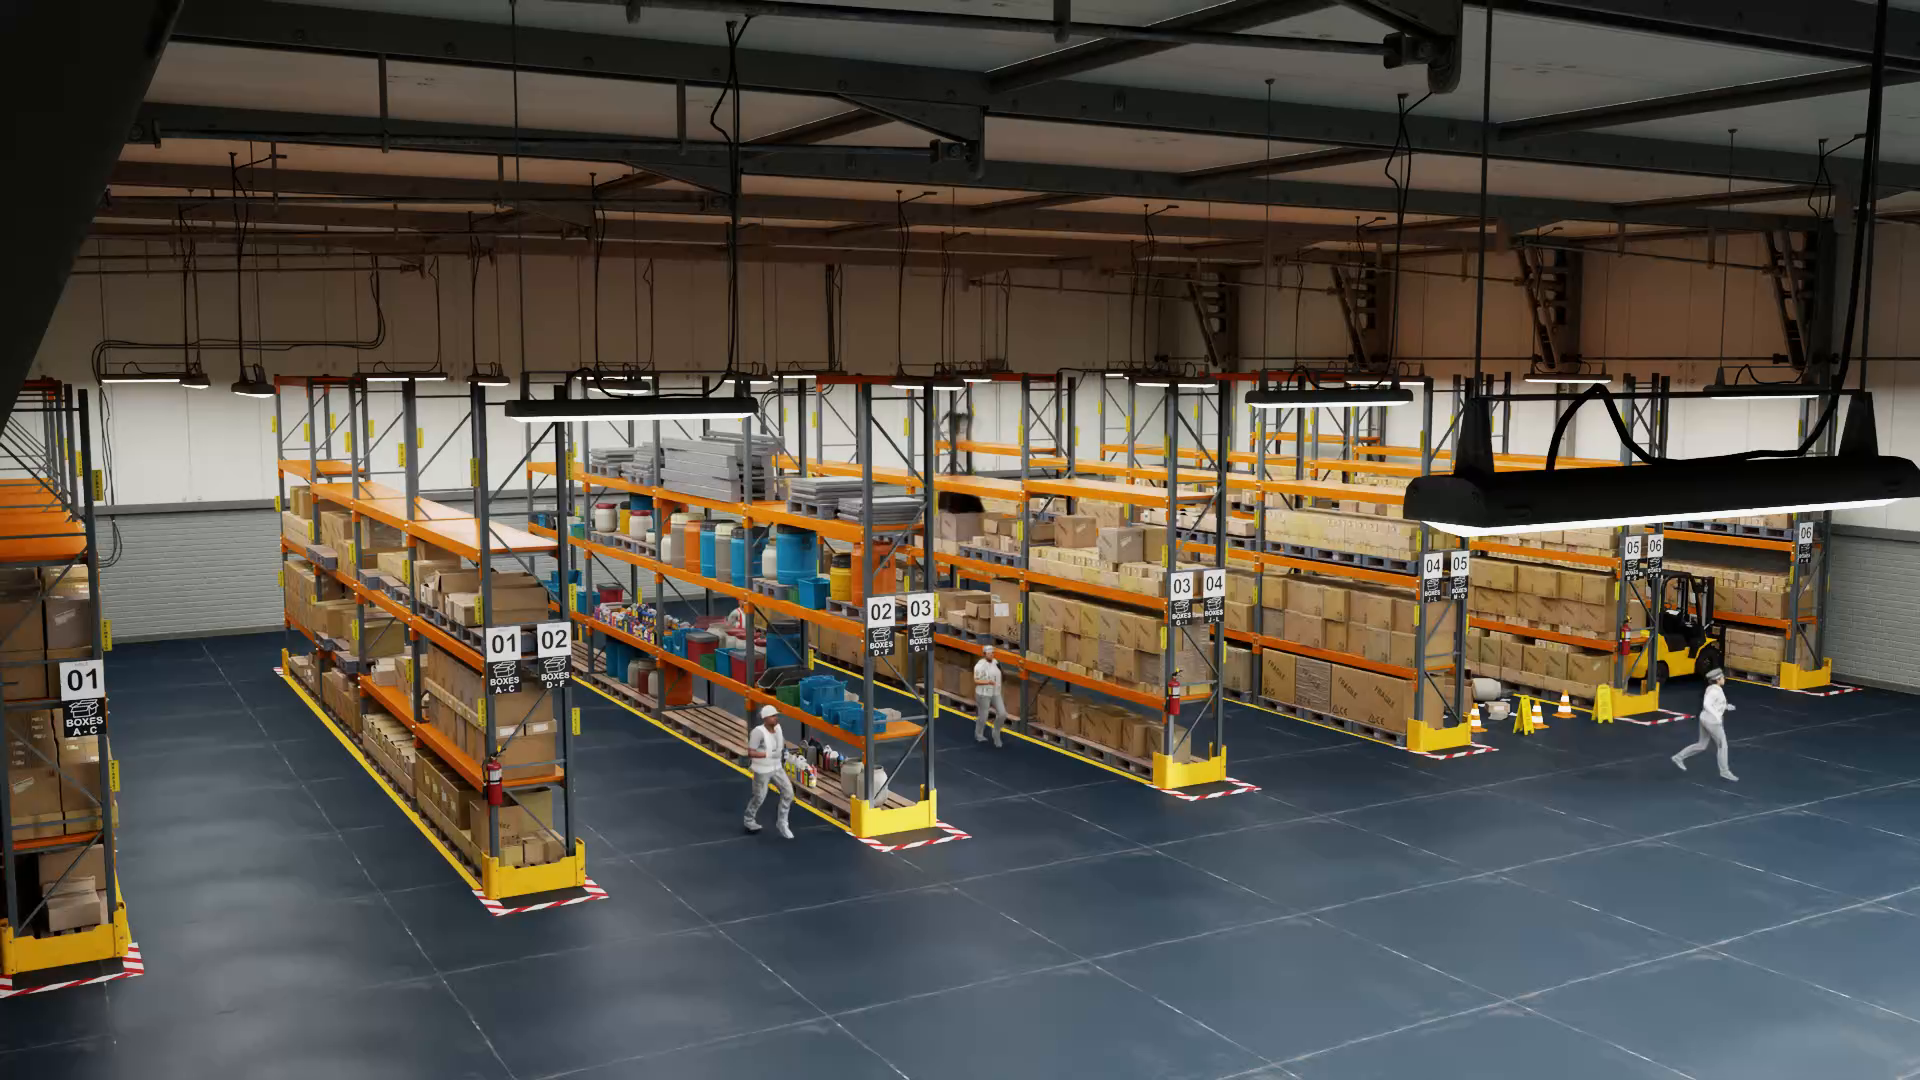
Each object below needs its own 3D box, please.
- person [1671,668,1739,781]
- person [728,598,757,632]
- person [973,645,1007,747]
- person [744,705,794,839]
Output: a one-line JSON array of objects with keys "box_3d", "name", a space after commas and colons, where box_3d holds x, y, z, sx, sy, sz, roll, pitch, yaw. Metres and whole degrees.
[{"box_3d": [11.253, 2.760, 24.962, 0.908, 1.706, 0.629, 1, 6, 10], "name": "person"}, {"box_3d": [-4.243, 1.930, 32.386, 0.666, 1.787, 0.866, -5, 8, -39], "name": "person"}, {"box_3d": [0.475, 2.555, 27.148, 0.580, 1.708, 0.718, -3, 7, -28], "name": "person"}, {"box_3d": [-2.555, 3.059, 21.973, 0.816, 1.807, 0.689, 5, 8, 39], "name": "person"}]
